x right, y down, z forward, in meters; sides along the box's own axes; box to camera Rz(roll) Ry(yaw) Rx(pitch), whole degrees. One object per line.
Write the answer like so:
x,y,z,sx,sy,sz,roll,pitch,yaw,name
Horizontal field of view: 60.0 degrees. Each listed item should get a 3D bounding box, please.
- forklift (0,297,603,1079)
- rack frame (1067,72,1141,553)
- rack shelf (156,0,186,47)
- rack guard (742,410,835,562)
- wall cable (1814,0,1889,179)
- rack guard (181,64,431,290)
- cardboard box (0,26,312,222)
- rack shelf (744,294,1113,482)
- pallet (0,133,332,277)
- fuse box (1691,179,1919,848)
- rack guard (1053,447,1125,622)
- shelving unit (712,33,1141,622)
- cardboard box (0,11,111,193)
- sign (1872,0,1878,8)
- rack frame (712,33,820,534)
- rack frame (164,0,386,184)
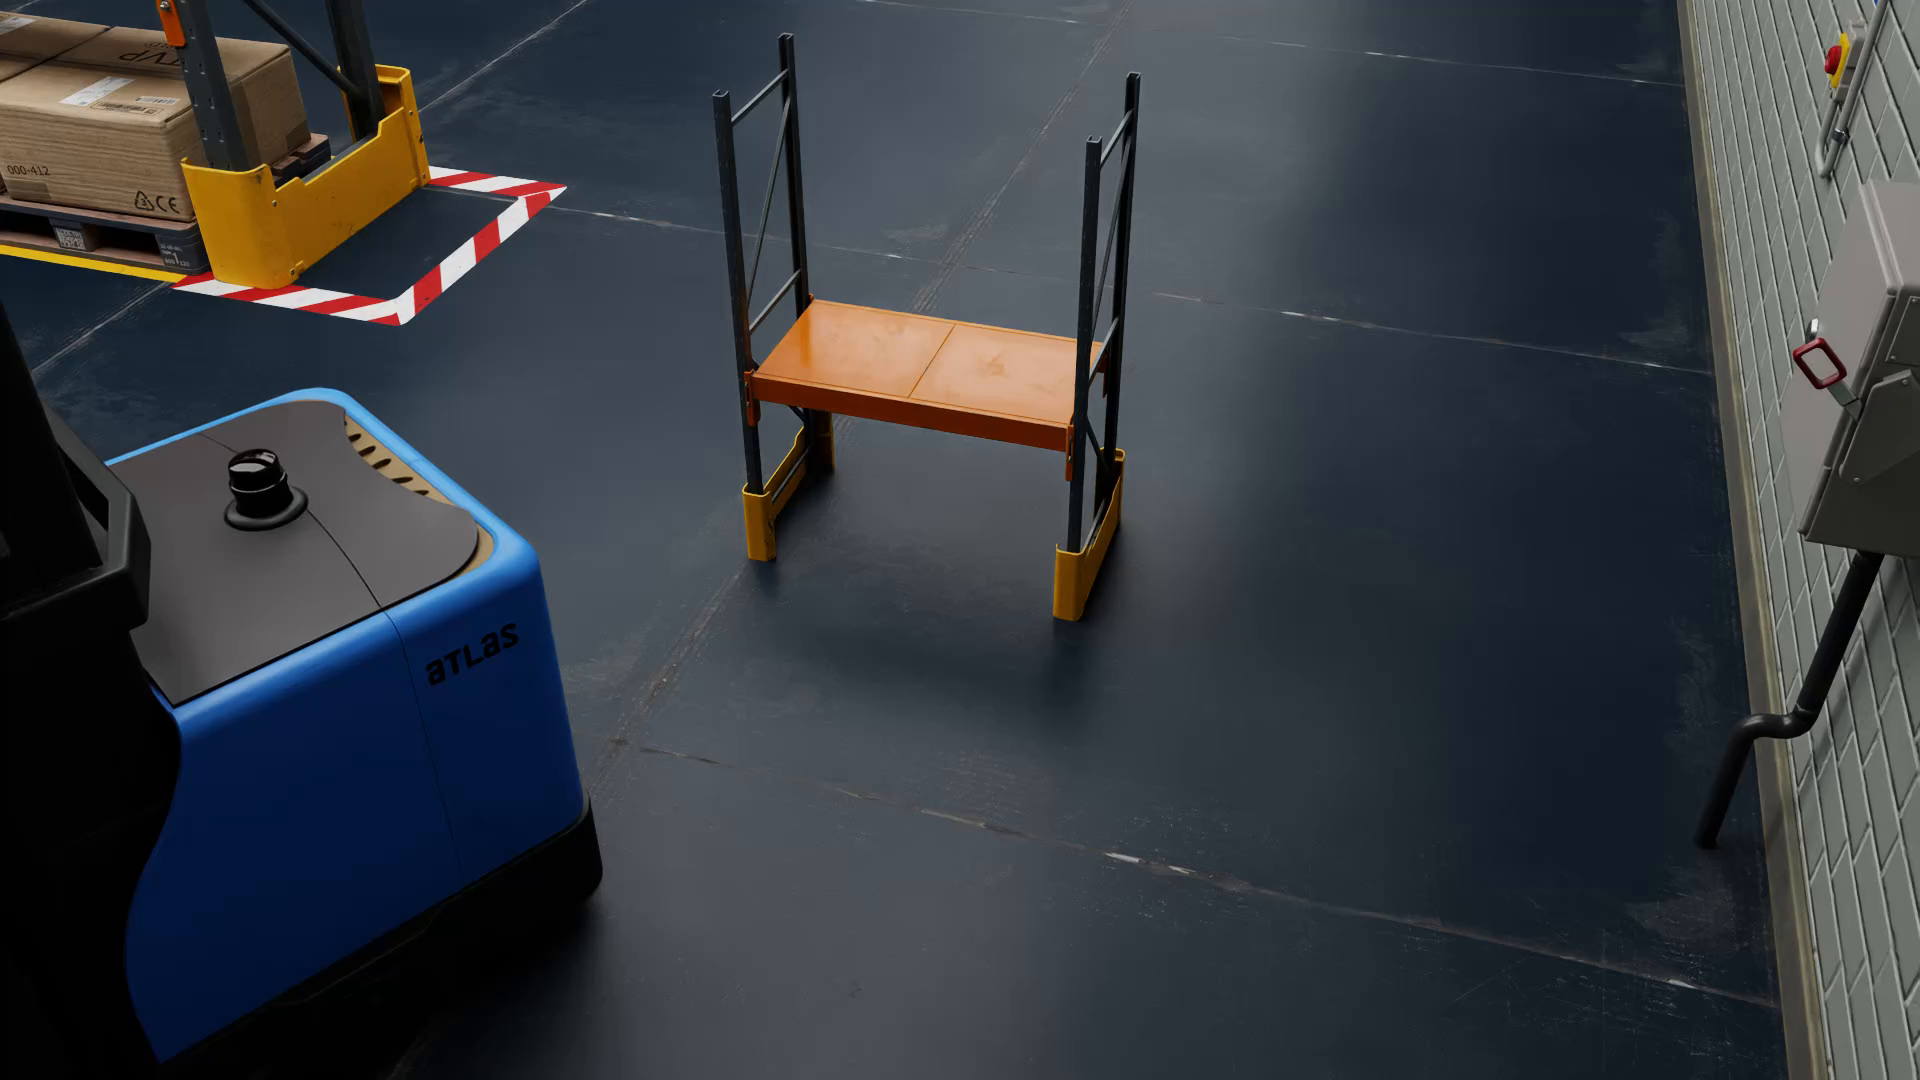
-2.299,0.094,2.729,3.031,2.935,1.130,-29,45,-33,forklift
0.404,-0.529,4.783,0.032,1.500,0.500,10,38,14,rack frame
-4.656,-2.635,6.985,4.000,0.370,1.077,10,38,14,rack shelf
-0.548,-0.202,5.392,0.087,0.250,0.587,10,38,14,rack guard
2.643,-2.009,4.645,0.123,1.953,0.585,10,38,14,wall cable
-2.724,-1.560,7.026,0.348,0.500,1.175,10,38,14,rack guard
-3.406,-1.768,7.008,0.875,0.438,0.875,9,37,12,cardboard box
-0.081,-0.474,5.011,1.000,0.185,0.538,10,38,14,rack shelf
-3.533,-1.545,7.250,1.213,0.211,1.003,10,38,14,pallet
1.877,0.094,3.757,0.414,1.711,0.539,10,38,14,fuse box
0.403,-0.026,5.153,0.087,0.250,0.587,10,38,14,rack guard
-0.073,-0.618,4.902,1.083,1.500,0.587,10,38,14,shelving unit
-4.282,-1.925,7.221,0.875,0.438,0.875,11,38,15,cardboard box
2.715,-1.713,4.897,0.001,0.218,0.327,10,38,14,sign
-0.567,-0.709,5.027,0.032,1.500,0.500,10,38,14,rack frame
-2.747,-2.571,6.291,0.127,3.000,1.000,10,38,14,rack frame
